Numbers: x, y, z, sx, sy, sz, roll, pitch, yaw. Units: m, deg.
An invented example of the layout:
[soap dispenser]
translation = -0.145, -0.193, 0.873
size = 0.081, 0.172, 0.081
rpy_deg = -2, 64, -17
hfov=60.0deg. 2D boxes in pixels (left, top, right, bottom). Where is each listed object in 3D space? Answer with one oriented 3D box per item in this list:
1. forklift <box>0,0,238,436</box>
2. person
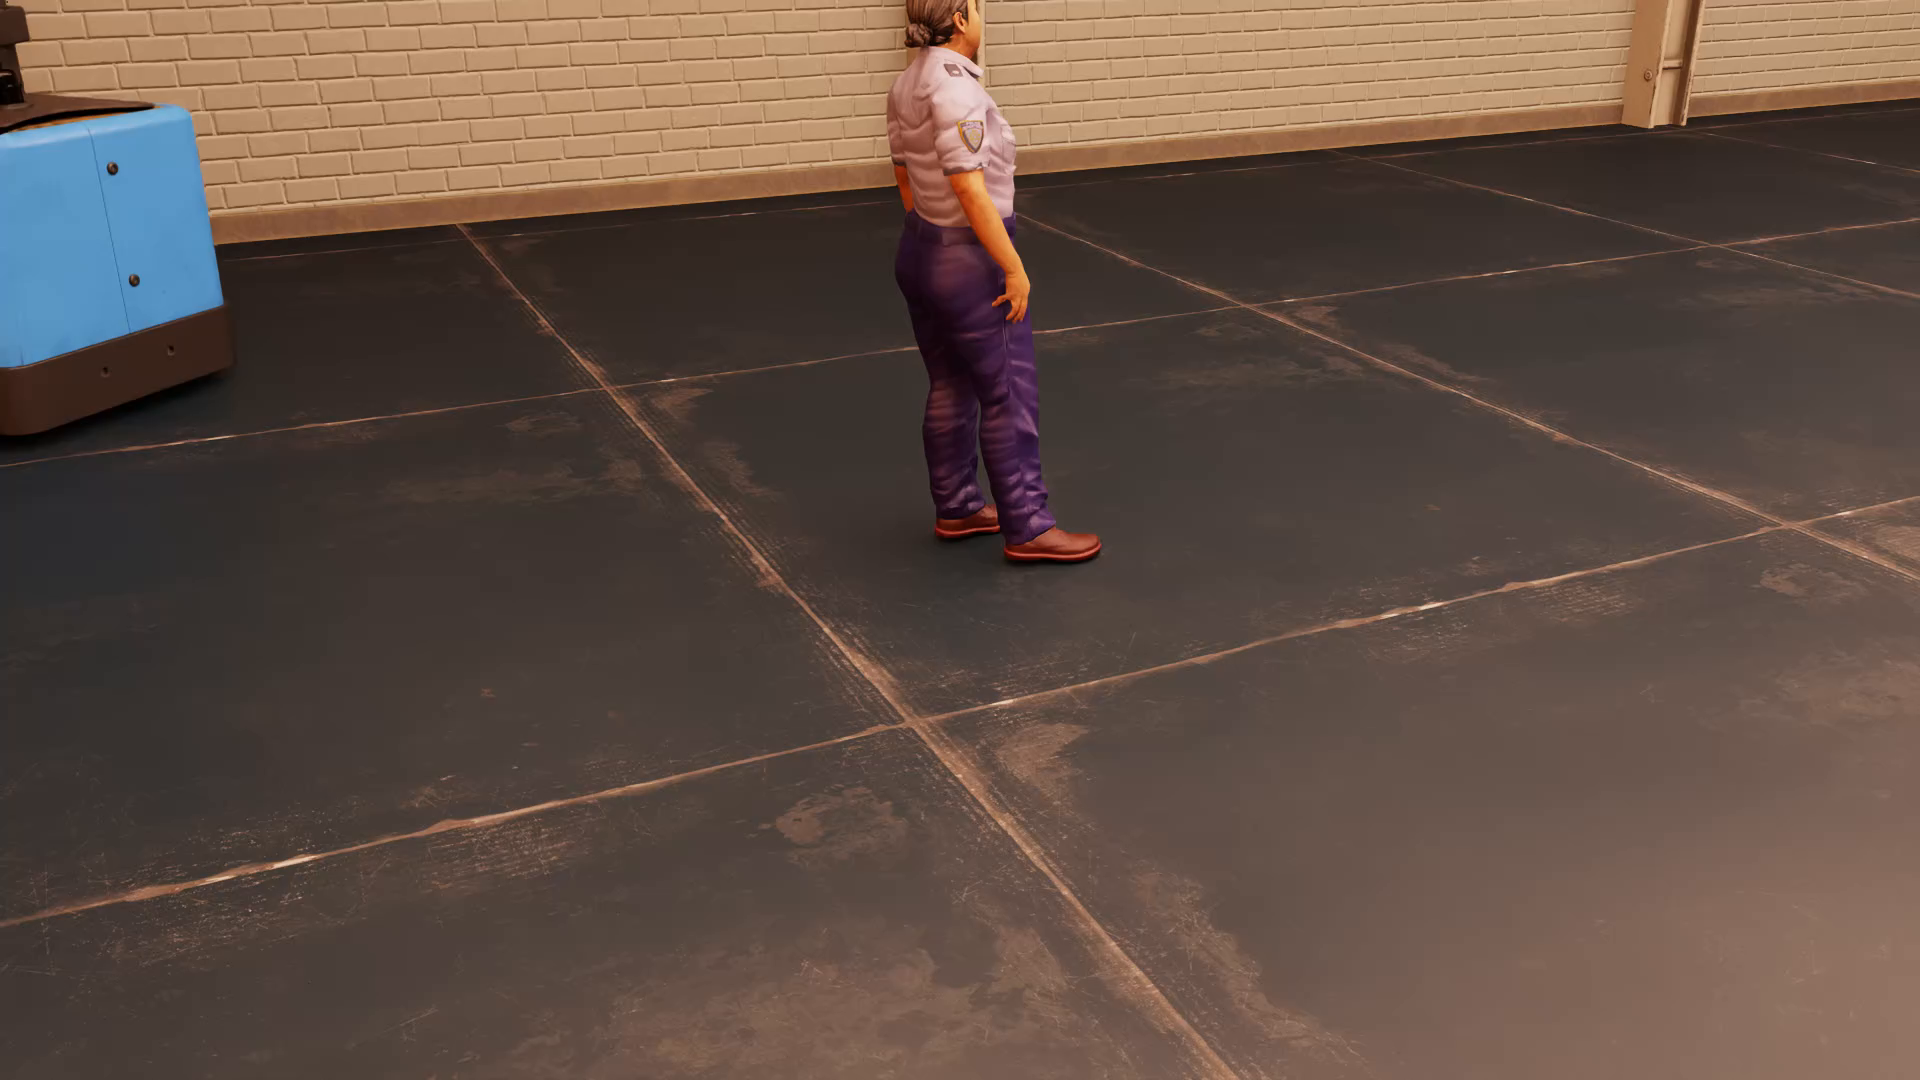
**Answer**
[forklift]
translation = -4.439, -2.048, 6.215
size = 3.031, 2.935, 1.130
rpy_deg = 9, 24, 21
[person]
translation = 0.091, -0.775, 4.803
size = 0.503, 1.651, 0.598
rpy_deg = -10, 25, -23
